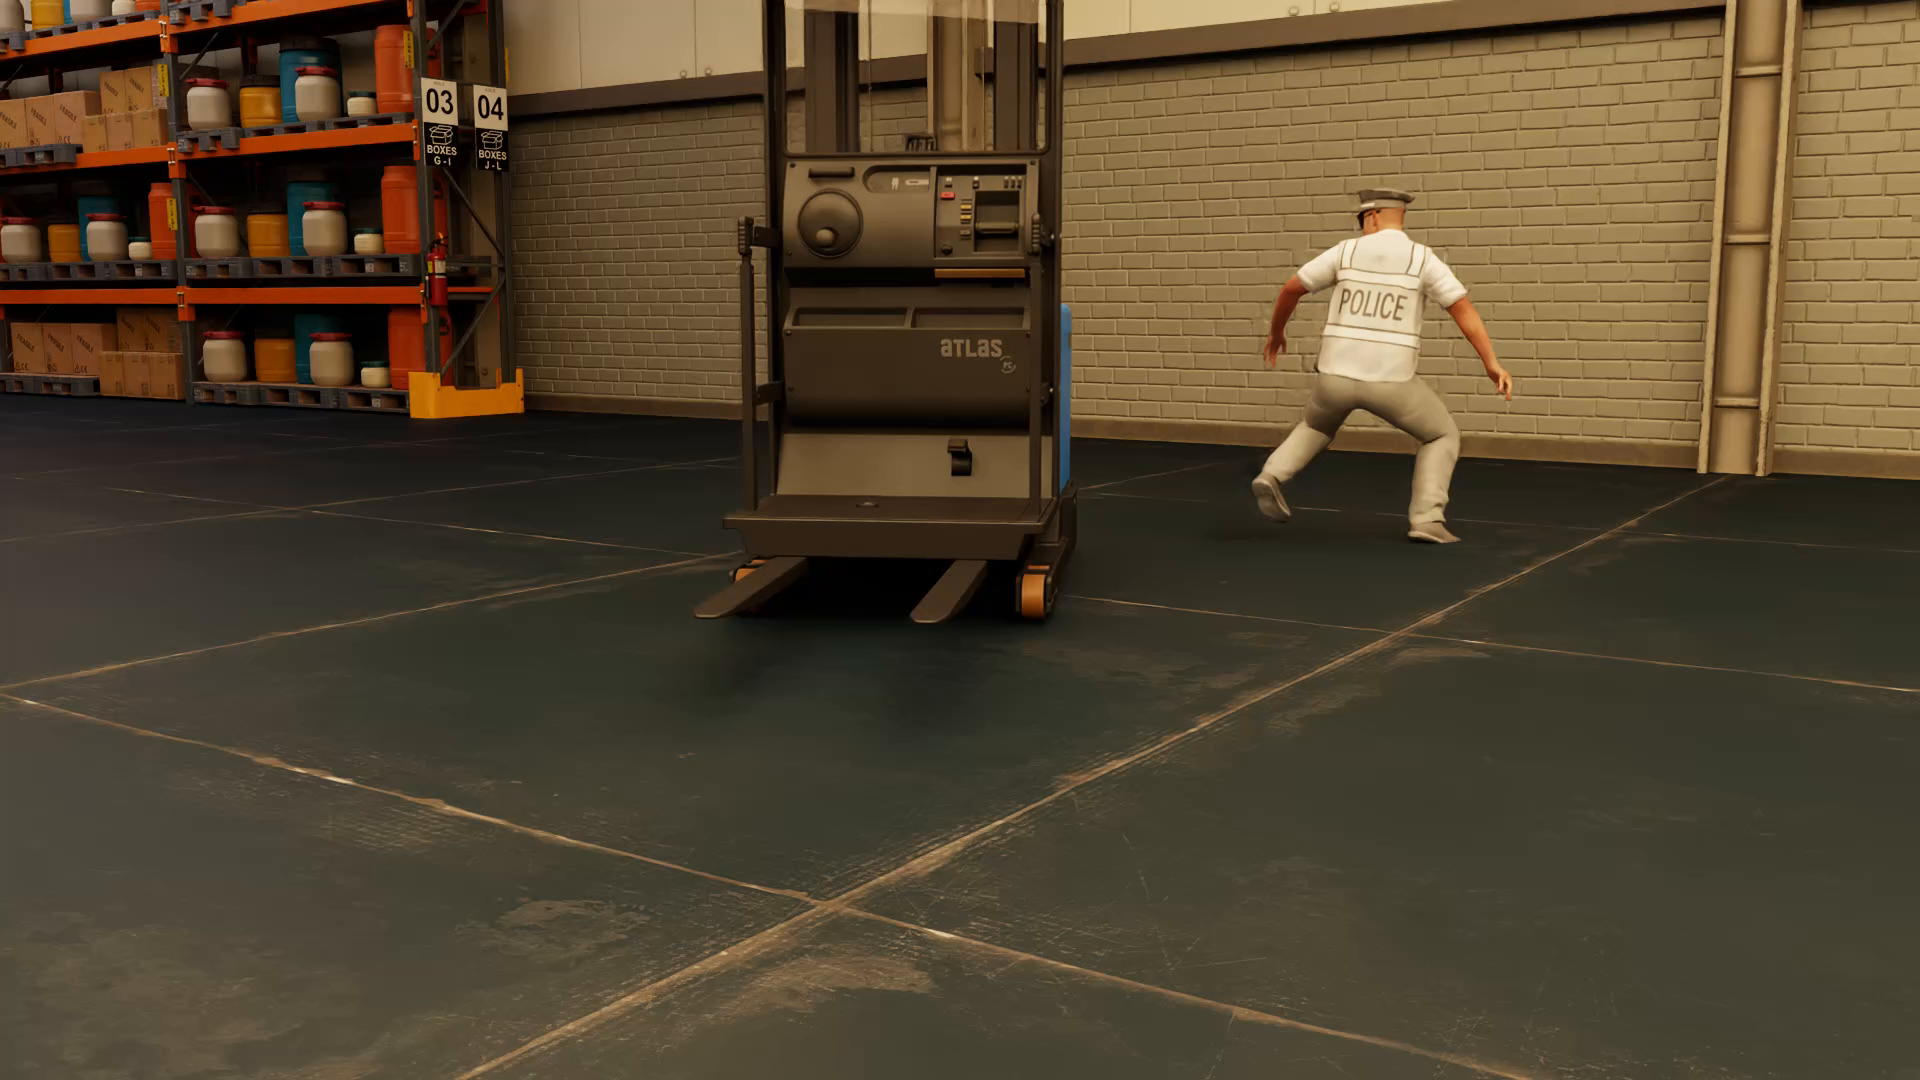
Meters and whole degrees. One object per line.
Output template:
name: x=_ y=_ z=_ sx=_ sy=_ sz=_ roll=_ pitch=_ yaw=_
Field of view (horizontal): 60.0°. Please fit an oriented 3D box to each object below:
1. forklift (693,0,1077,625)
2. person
forklift: x=-0.203 y=-1.227 z=5.820 sx=1.130 sy=2.935 sz=3.031 roll=1 pitch=8 yaw=7
person: x=1.916 y=-0.767 z=7.533 sx=1.141 sy=1.641 sz=0.508 roll=4 pitch=9 yaw=28
